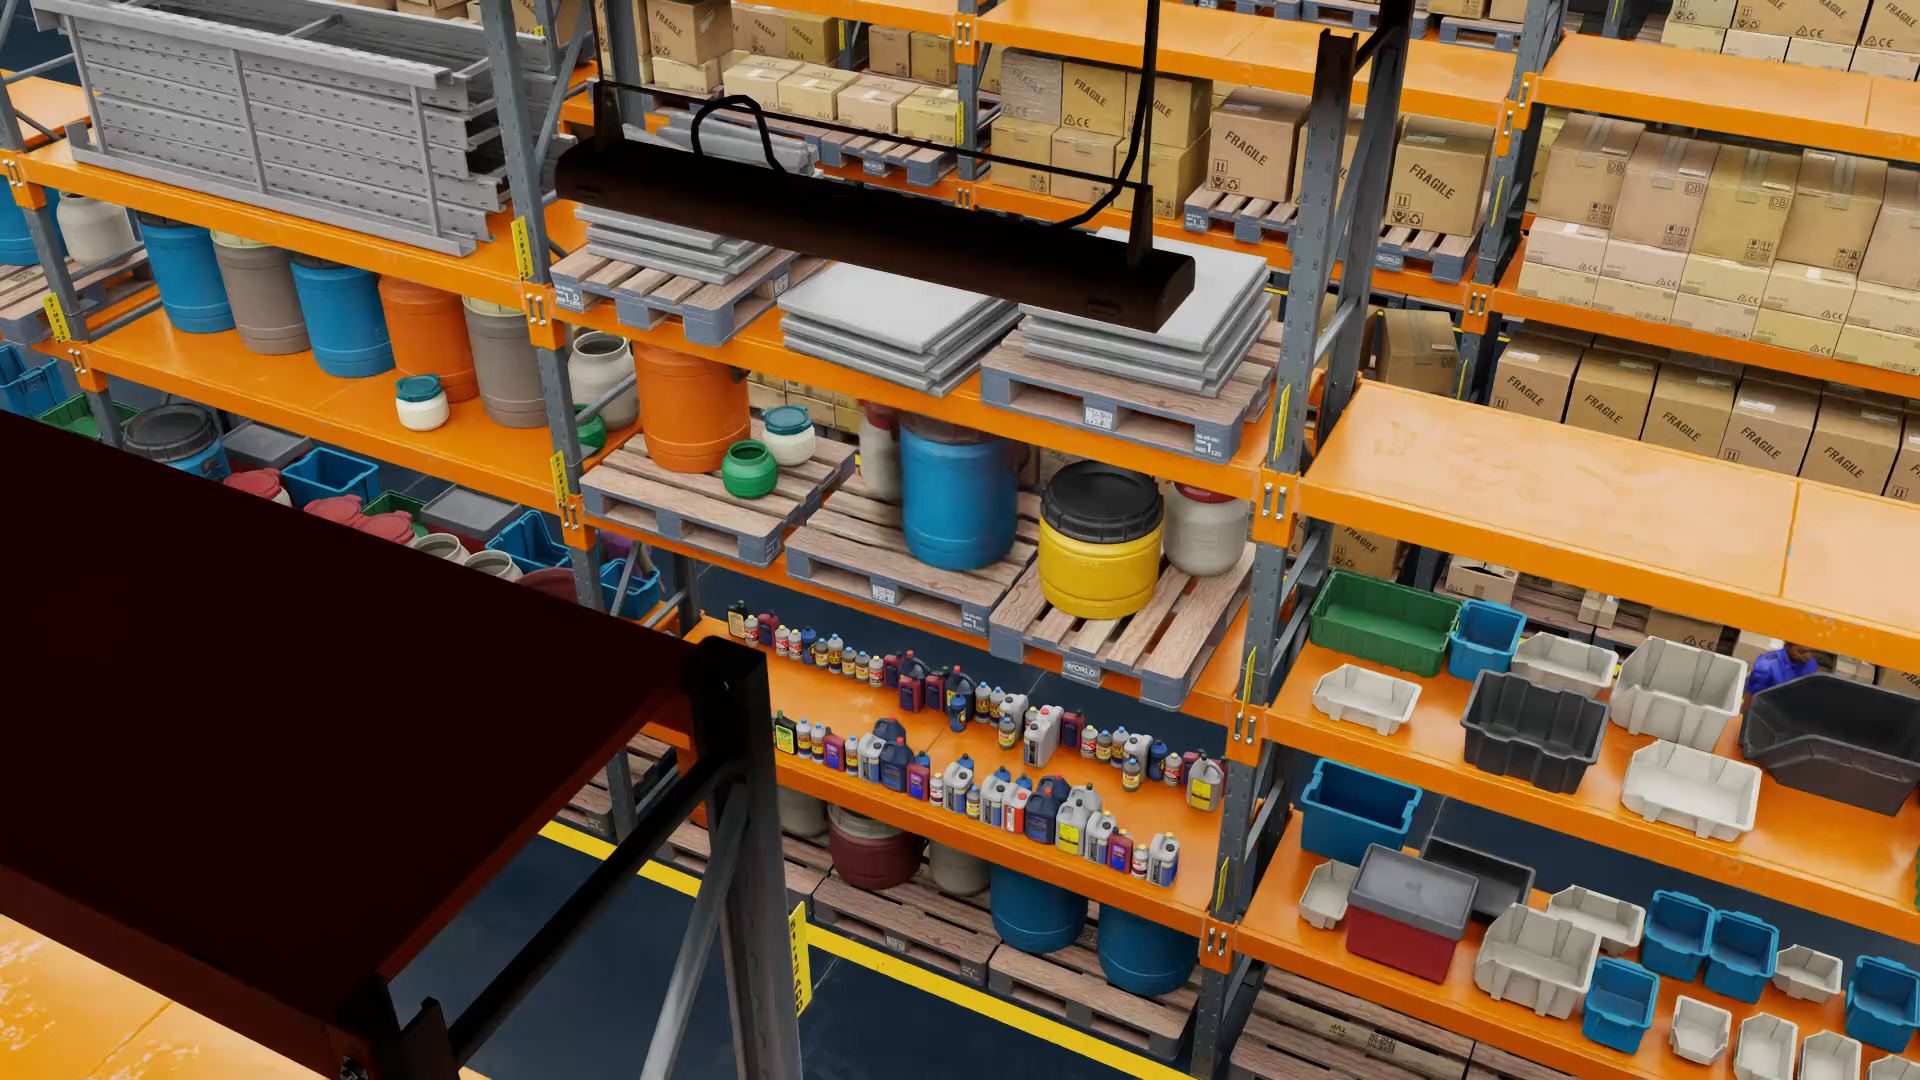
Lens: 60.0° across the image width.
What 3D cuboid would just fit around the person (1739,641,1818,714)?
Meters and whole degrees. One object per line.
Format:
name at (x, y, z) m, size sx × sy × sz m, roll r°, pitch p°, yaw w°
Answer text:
person at (5.152, 1.180, 10.784) m, size 0.555 × 1.589 × 0.750 m, roll -4°, pitch 35°, yaw -6°

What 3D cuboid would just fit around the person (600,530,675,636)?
person at (-2.335, 0.348, 12.021) m, size 0.457 × 1.521 × 0.851 m, roll 27°, pitch 43°, yaw 33°
